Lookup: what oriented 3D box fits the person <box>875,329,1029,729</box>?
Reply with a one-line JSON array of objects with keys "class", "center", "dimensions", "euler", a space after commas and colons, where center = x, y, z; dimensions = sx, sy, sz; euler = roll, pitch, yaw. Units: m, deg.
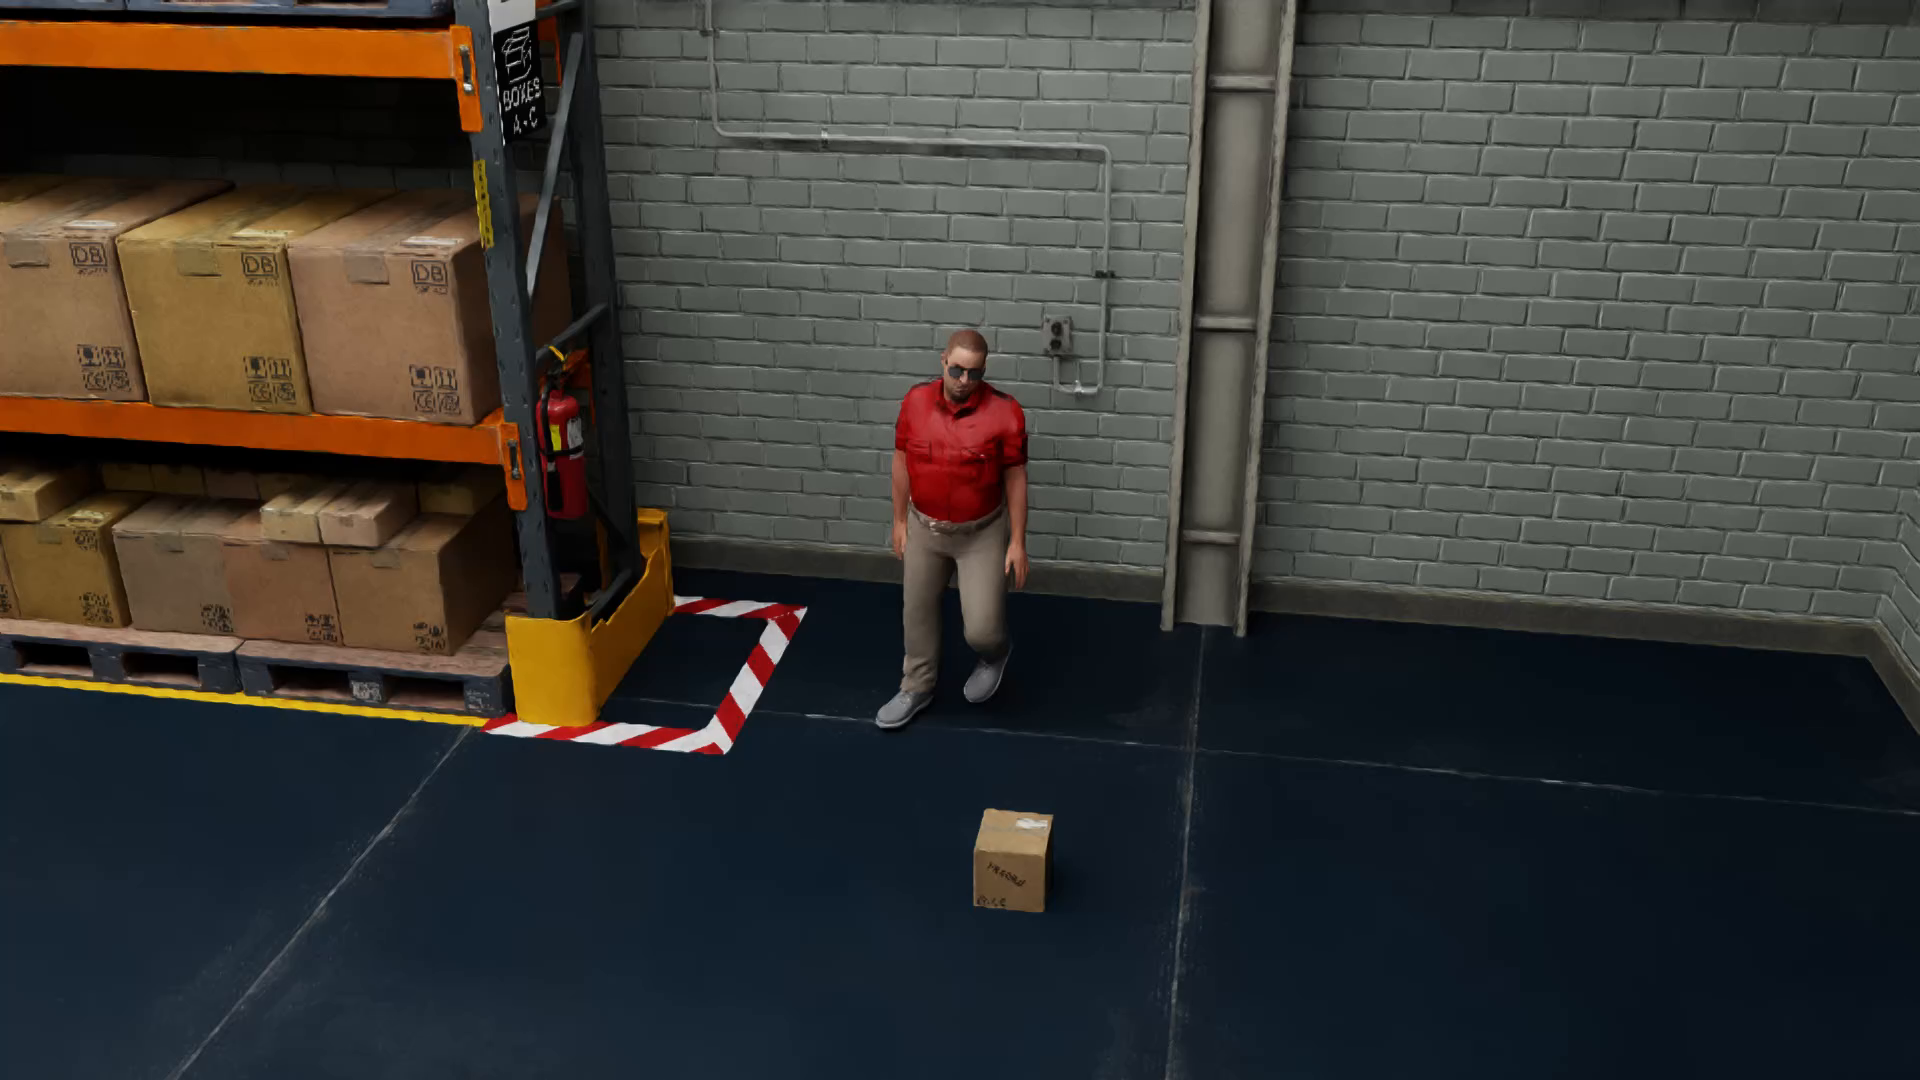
[{"class": "person", "center": [0.000, -0.038, 6.676], "dimensions": [0.631, 1.718, 0.493], "euler": [9, 26, 18]}]
